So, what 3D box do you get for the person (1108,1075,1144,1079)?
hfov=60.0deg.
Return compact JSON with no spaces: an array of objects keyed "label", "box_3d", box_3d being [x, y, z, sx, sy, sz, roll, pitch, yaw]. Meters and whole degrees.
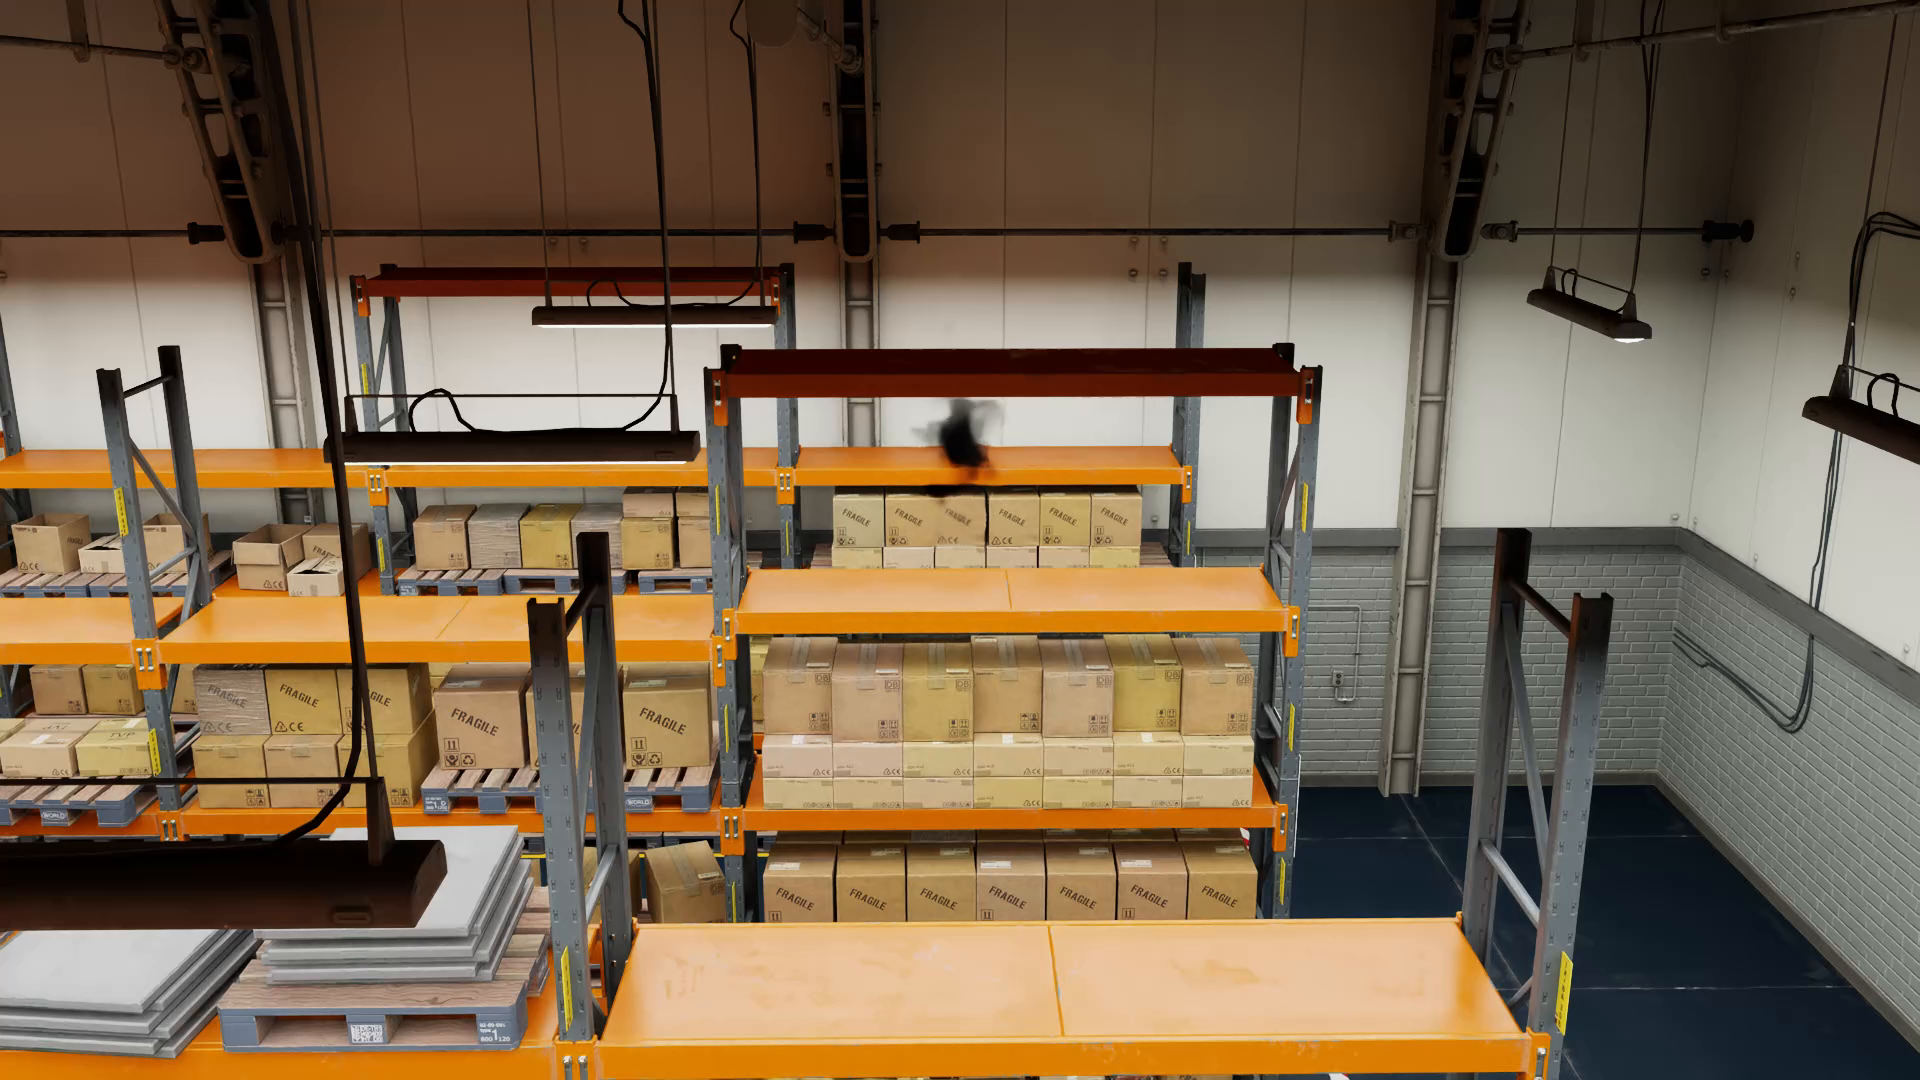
[{"label":"person","box_3d":[1.130,4.163,11.135,0.600,1.767,0.687,-4,17,-15]}]
